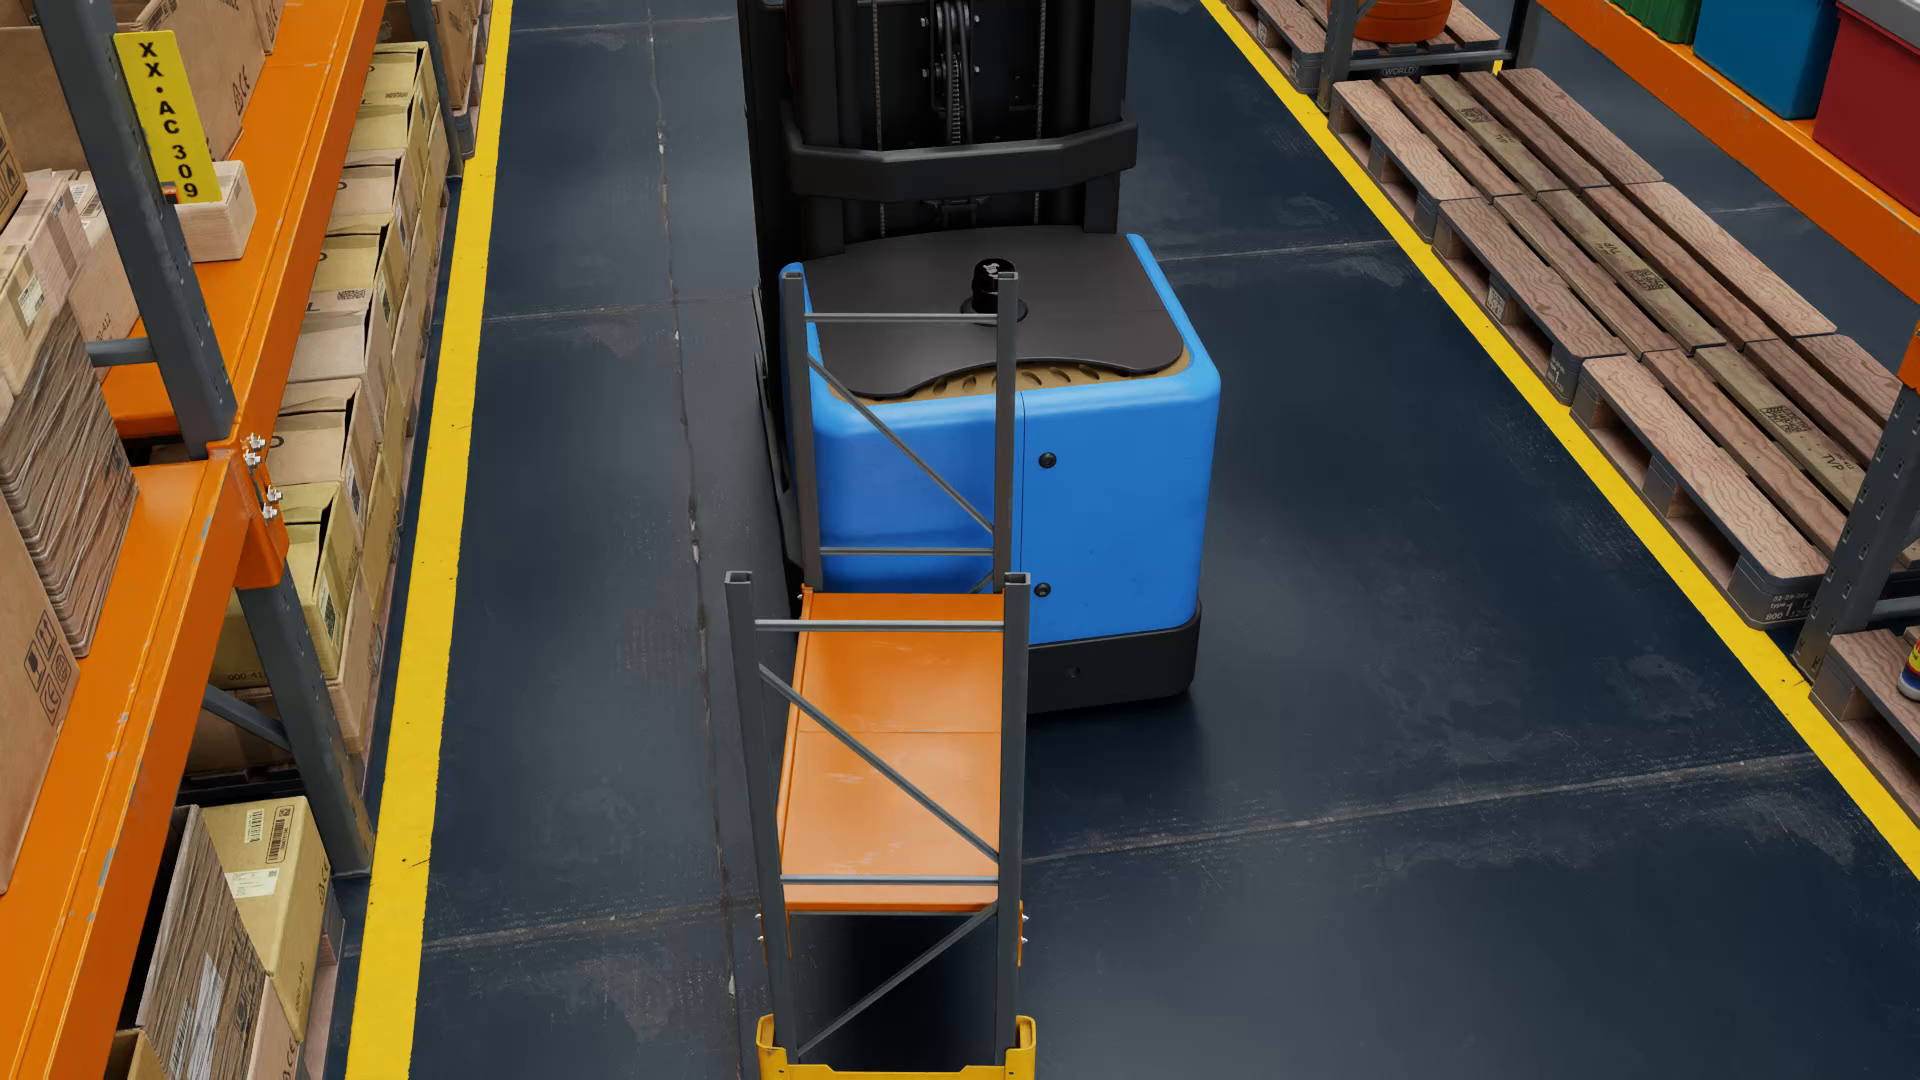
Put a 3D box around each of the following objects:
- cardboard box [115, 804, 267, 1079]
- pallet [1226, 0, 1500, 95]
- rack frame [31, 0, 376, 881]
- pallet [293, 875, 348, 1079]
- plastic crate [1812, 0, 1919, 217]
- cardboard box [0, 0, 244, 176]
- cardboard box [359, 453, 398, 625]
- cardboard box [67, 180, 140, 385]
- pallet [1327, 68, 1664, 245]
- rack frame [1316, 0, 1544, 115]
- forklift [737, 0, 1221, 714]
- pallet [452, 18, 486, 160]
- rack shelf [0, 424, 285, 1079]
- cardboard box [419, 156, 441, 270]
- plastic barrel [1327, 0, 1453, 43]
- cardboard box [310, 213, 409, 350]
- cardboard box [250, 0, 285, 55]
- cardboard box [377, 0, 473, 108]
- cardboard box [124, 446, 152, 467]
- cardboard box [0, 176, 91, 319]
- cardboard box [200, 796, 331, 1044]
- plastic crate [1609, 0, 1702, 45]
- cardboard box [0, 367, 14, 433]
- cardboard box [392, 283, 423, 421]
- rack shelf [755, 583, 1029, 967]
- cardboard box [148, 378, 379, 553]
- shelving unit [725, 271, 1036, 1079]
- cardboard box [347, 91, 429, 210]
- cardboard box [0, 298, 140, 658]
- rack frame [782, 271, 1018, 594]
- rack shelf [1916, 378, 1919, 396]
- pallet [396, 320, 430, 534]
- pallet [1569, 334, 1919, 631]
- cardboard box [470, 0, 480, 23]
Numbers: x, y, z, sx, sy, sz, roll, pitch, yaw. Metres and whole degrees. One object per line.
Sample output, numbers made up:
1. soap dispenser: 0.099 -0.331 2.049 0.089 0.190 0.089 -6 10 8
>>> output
1. cardboard box: -1.606 0.857 2.990 0.500 0.500 0.500 -6 38 -8
2. pallet: 2.018 -2.644 8.481 1.003 0.211 1.213 -6 38 -8
3. rack frame: -1.978 -0.327 3.226 1.000 3.000 0.127 -6 38 -8
4. pallet: -1.880 1.259 3.457 1.003 0.211 1.213 -6 38 -8
5. plastic crate: 2.513 -1.142 4.223 0.402 0.464 0.583 -6 38 -8
6. cardboard box: -2.189 -1.150 4.204 0.500 0.500 0.500 -4 38 -5
7. cardboard box: -1.894 0.014 4.686 0.500 0.250 0.500 -5 38 -7
8. cardboard box: -2.108 -0.561 3.649 0.500 0.250 0.500 -4 38 -5
9. pallet: 2.295 -1.700 7.267 1.003 0.211 1.213 -6 38 -8
10. rack frame: 2.198 -3.274 7.019 1.000 3.000 0.127 -6 38 -8
11. forklift: -0.111 -1.538 4.840 1.130 2.935 3.031 -6 38 -8
12. pallet: -2.773 -2.097 7.777 1.003 0.211 1.213 -6 38 -8
13. rack shelf: -1.628 1.165 1.892 1.077 0.370 4.000 -6 38 -8
14. cardboard box: -2.254 -1.221 6.275 0.500 0.250 0.500 -7 38 -8
15. plastic barrel: 2.095 -2.876 7.934 0.600 0.830 0.708 -6 38 -8
16. cardboard box: -2.076 -0.833 5.320 0.500 0.311 0.500 -5 38 -7
17. cardboard box: -2.369 -1.771 5.003 0.500 0.500 0.500 -8 39 -10
18. cardboard box: -2.478 -2.235 7.361 0.500 0.500 0.500 -5 38 -6
19. cardboard box: -2.429 -0.156 4.448 0.500 0.311 0.500 -5 38 -7
20. cardboard box: -1.720 -0.482 2.815 0.380 0.149 0.250 -6 38 -8
21. cardboard box: -1.682 0.849 3.611 0.500 0.250 0.500 -6 38 -8
22. plastic crate: 2.316 -1.795 5.289 0.450 0.188 0.662 -6 38 -8
23. cardboard box: -1.630 -0.174 2.419 0.380 0.149 0.250 -7 38 -9
24. cardboard box: -2.075 -0.606 5.484 0.500 0.250 0.500 -6 38 -7
25. rack shelf: -0.131 0.484 3.697 0.538 0.185 1.000 0 38 0
26. cardboard box: -1.888 -0.208 4.514 0.500 0.311 0.500 -7 38 -8
27. shelving unit: -0.131 0.337 3.594 0.587 1.500 1.083 0 38 0
28. cardboard box: -2.248 -1.442 6.102 0.500 0.311 0.500 -7 38 -9
29. cardboard box: -1.894 -0.099 2.851 0.700 0.500 0.500 -7 38 -9
30. rack frame: -0.127 0.030 3.988 0.500 1.500 0.032 0 38 0
31. rack shelf: 3.249 0.634 2.575 1.077 0.370 4.000 -6 38 -8
32. pallet: -2.363 -0.405 5.599 1.003 0.211 1.213 -6 38 -8
33. pallet: 2.723 -0.227 5.370 1.003 0.211 1.213 -6 38 -8
34. cardboard box: -2.658 -2.855 8.158 0.500 0.500 0.500 -7 38 -9
